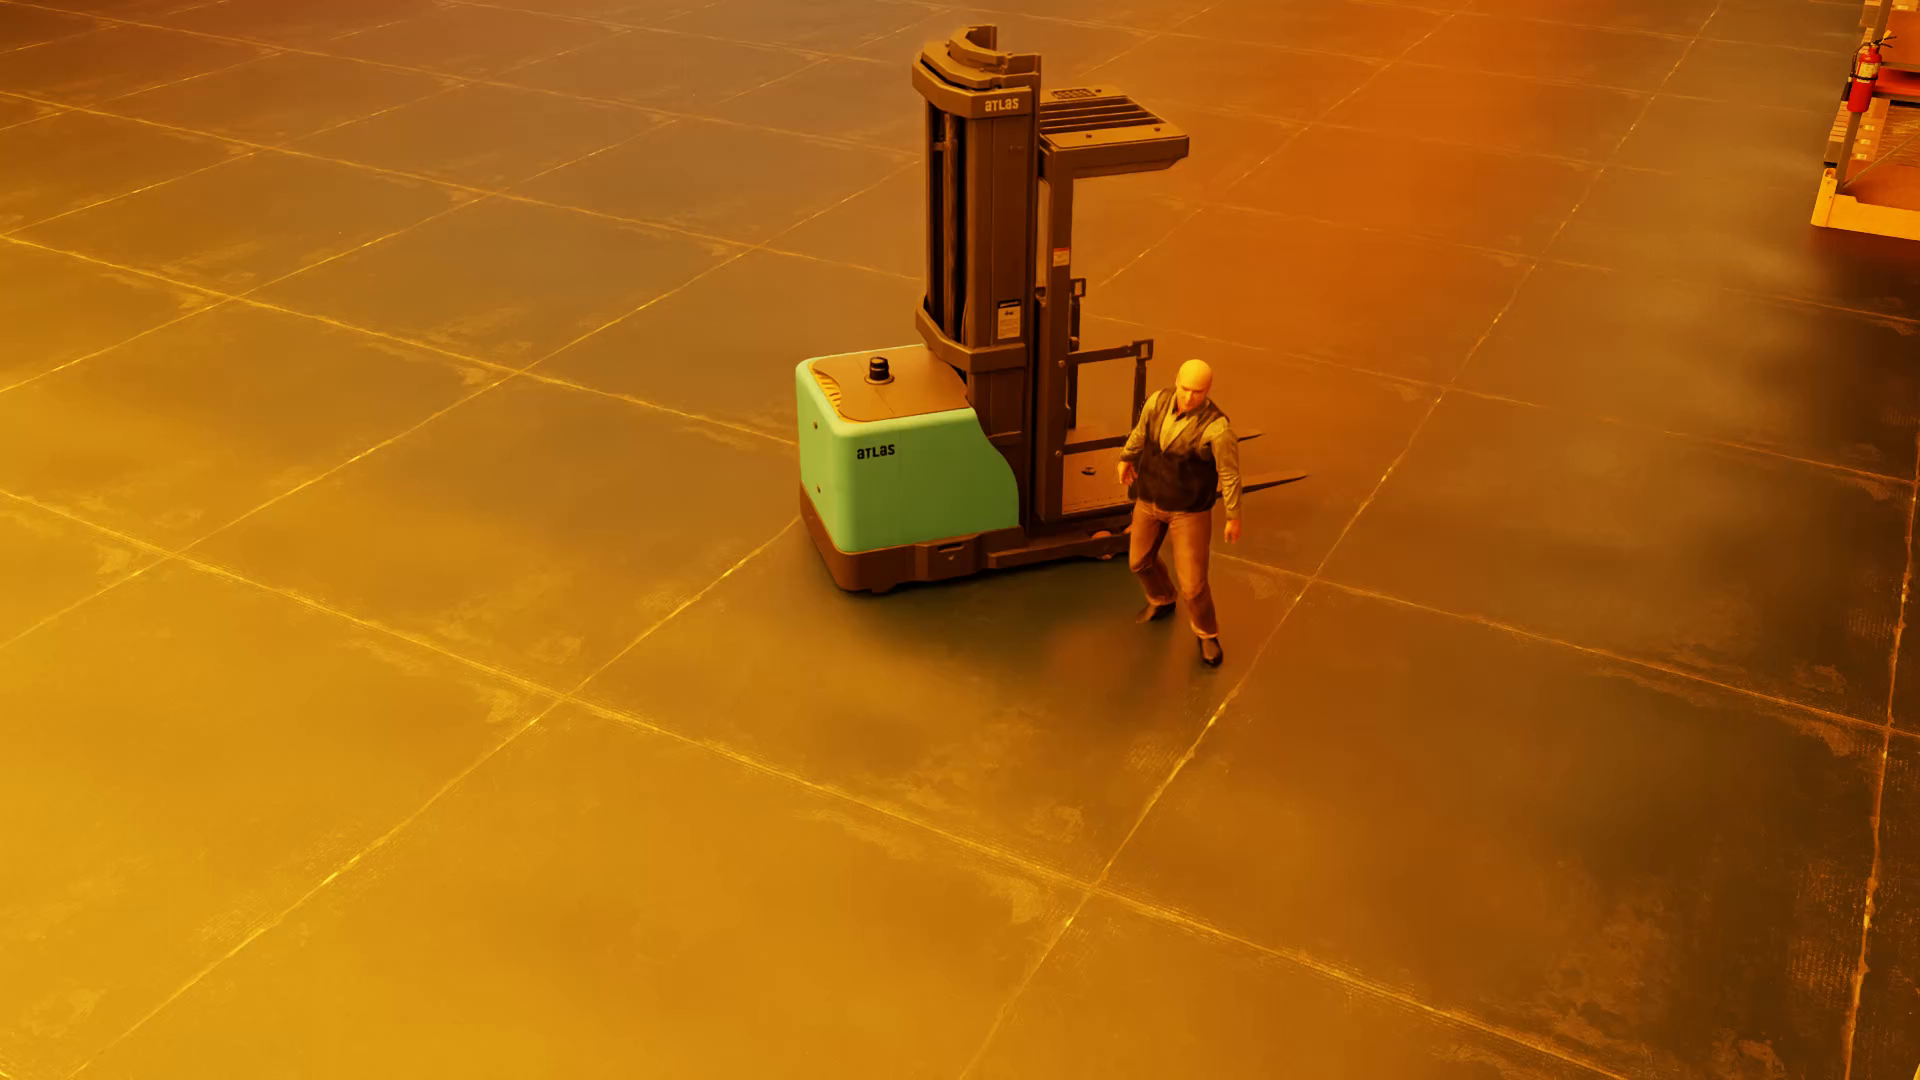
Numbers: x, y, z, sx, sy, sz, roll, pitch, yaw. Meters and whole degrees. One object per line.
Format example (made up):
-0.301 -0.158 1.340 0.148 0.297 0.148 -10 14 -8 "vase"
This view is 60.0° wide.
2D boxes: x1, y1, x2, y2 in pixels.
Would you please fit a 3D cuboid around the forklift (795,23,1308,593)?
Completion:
0.605 -1.395 9.488 3.031 2.935 1.130 -9 31 -16 "forklift"

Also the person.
1.141 -0.213 8.752 0.433 1.696 0.846 -26 39 -37 "person"
